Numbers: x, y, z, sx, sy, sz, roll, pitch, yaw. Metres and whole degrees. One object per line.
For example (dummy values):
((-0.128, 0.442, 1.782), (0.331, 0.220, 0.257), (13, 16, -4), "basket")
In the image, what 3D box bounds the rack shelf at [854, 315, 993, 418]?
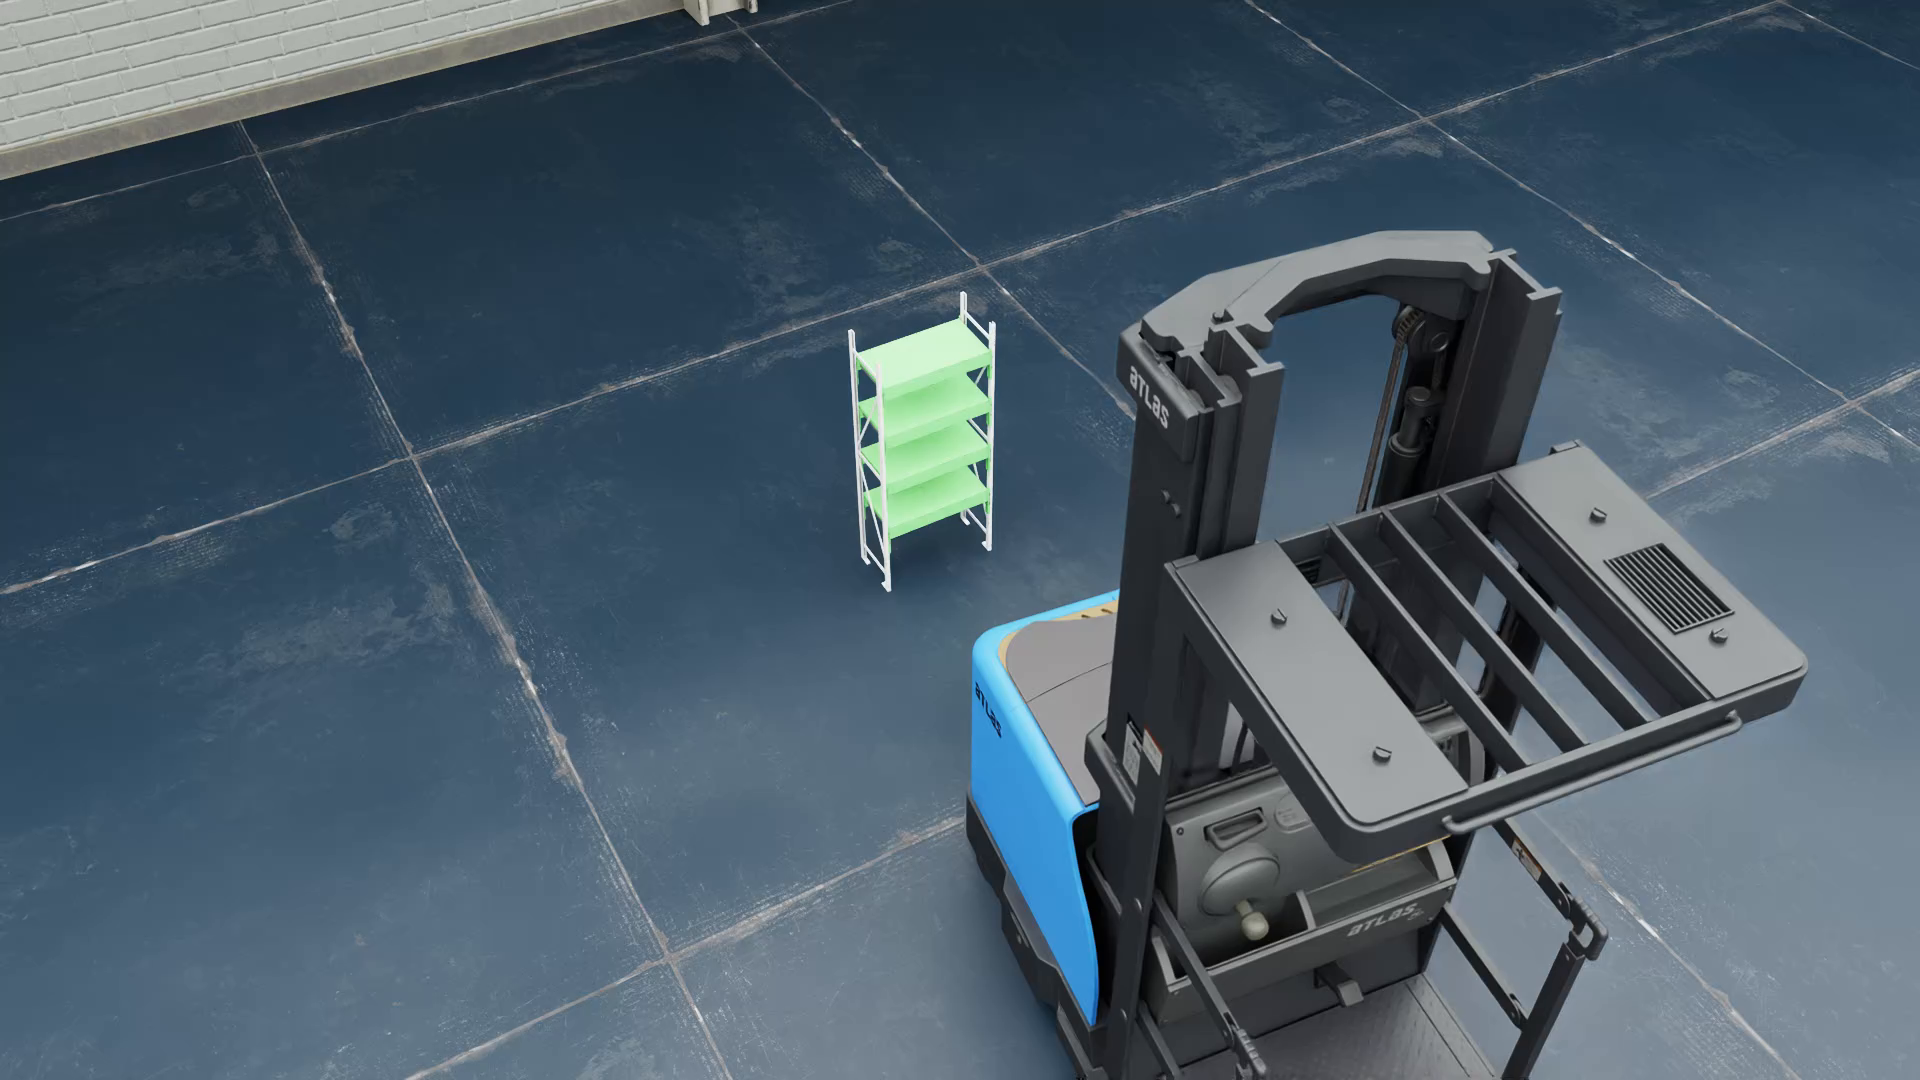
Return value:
((-0.144, -0.672, 6.413), (0.480, 0.148, 0.258), (-22, 48, -21), "rack shelf")

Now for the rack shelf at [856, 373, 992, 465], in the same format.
((-0.144, -0.500, 6.580), (0.480, 0.148, 0.258), (-22, 48, -21), "rack shelf")

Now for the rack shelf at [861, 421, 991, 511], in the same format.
((-0.144, -0.327, 6.747), (0.480, 0.148, 0.258), (-22, 48, -21), "rack shelf")

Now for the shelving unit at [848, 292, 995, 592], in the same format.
((-0.144, -0.373, 6.702), (0.503, 1.200, 0.258), (-22, 48, -21), "shelving unit")

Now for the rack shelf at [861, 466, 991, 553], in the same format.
((-0.144, -0.155, 6.914), (0.480, 0.148, 0.258), (-22, 48, -21), "rack shelf")

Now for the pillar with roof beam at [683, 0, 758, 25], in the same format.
((0.601, -4.051, 4.892), (0.400, 9.000, 9.100), (-22, 48, -21), "pillar with roof beam")

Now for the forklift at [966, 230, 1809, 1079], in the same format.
((1.052, 0.841, 4.209), (1.130, 2.935, 3.031), (-16, 46, -16), "forklift")

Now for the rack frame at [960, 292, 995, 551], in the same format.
((0.068, -0.458, 6.790), (0.015, 1.200, 0.240), (-22, 48, -21), "rack frame")

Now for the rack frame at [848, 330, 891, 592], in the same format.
((-0.355, -0.288, 6.615), (0.015, 1.200, 0.240), (-22, 48, -21), "rack frame")
